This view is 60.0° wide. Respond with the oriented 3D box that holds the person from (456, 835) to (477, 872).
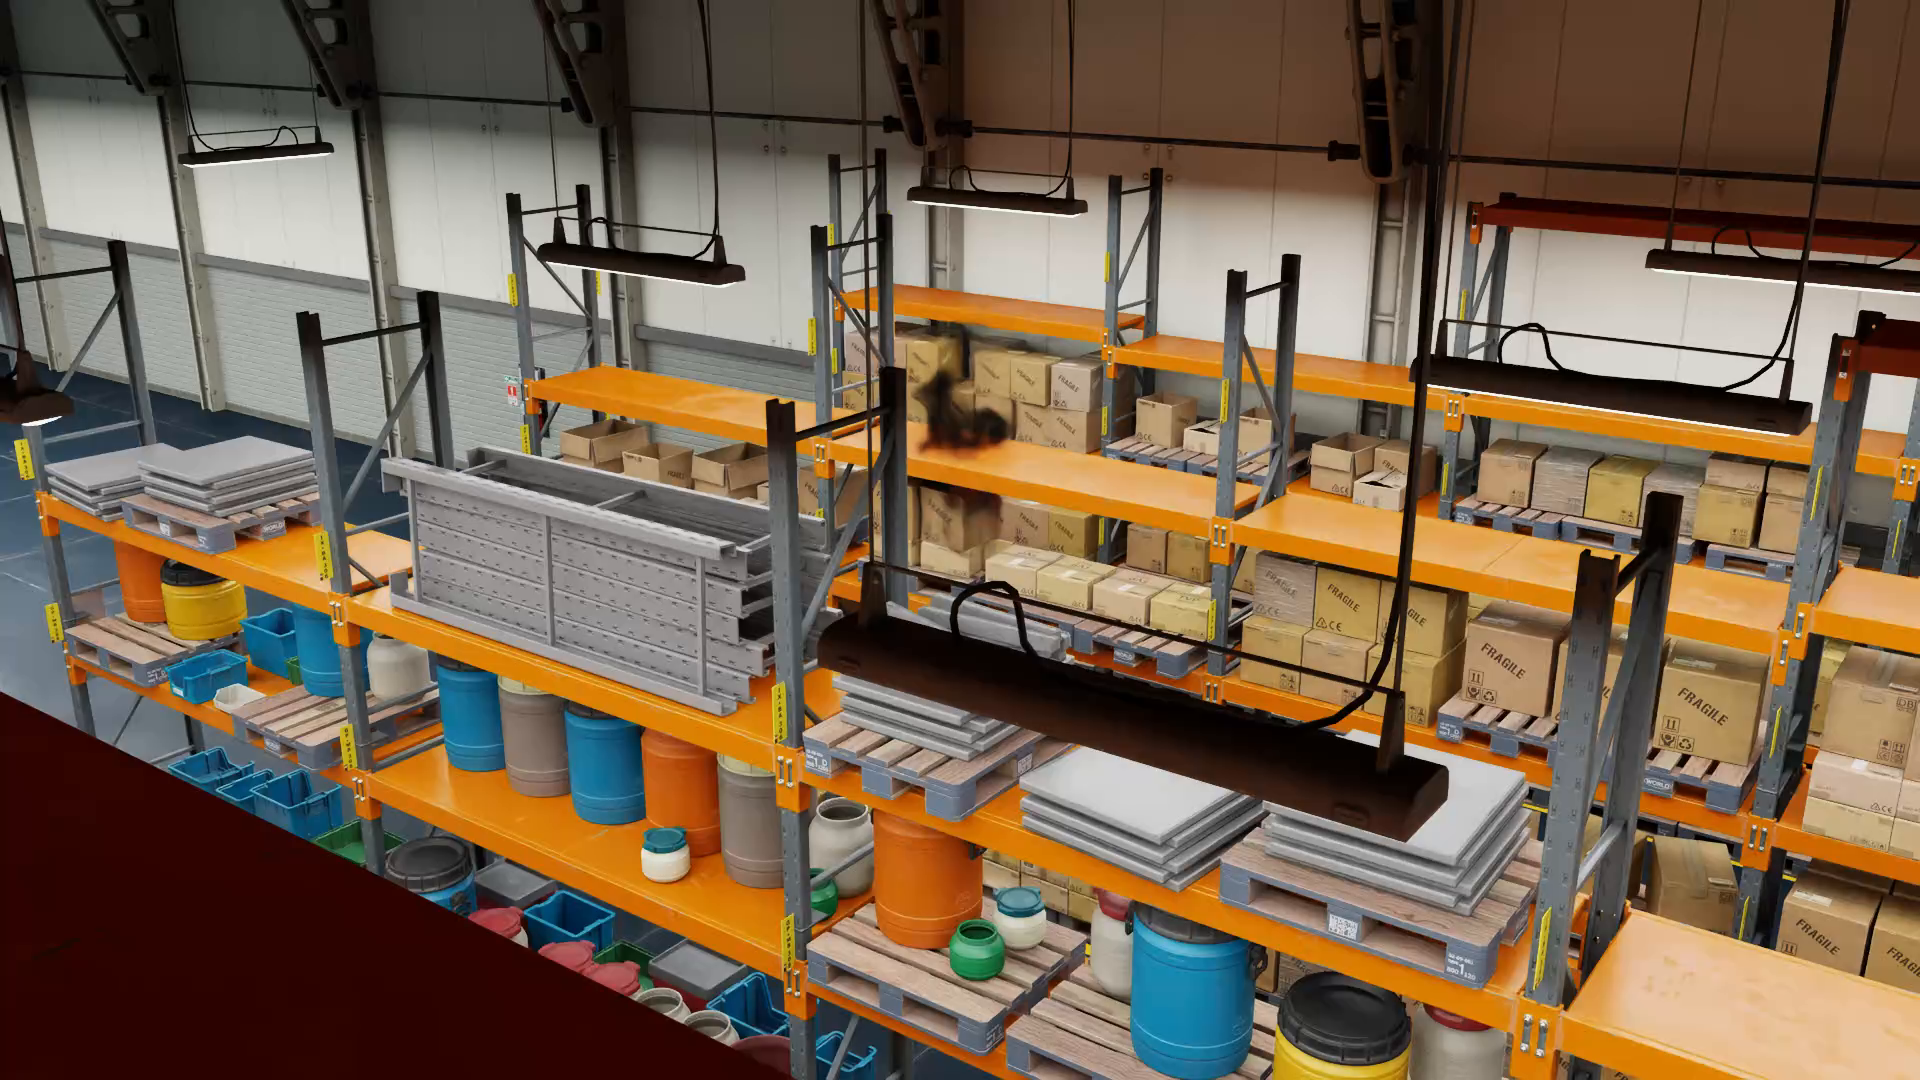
[{"bbox_3d":[-4.238,2.621,14.641,0.751,1.743,0.600,14,23,36],"label":"person"}]
